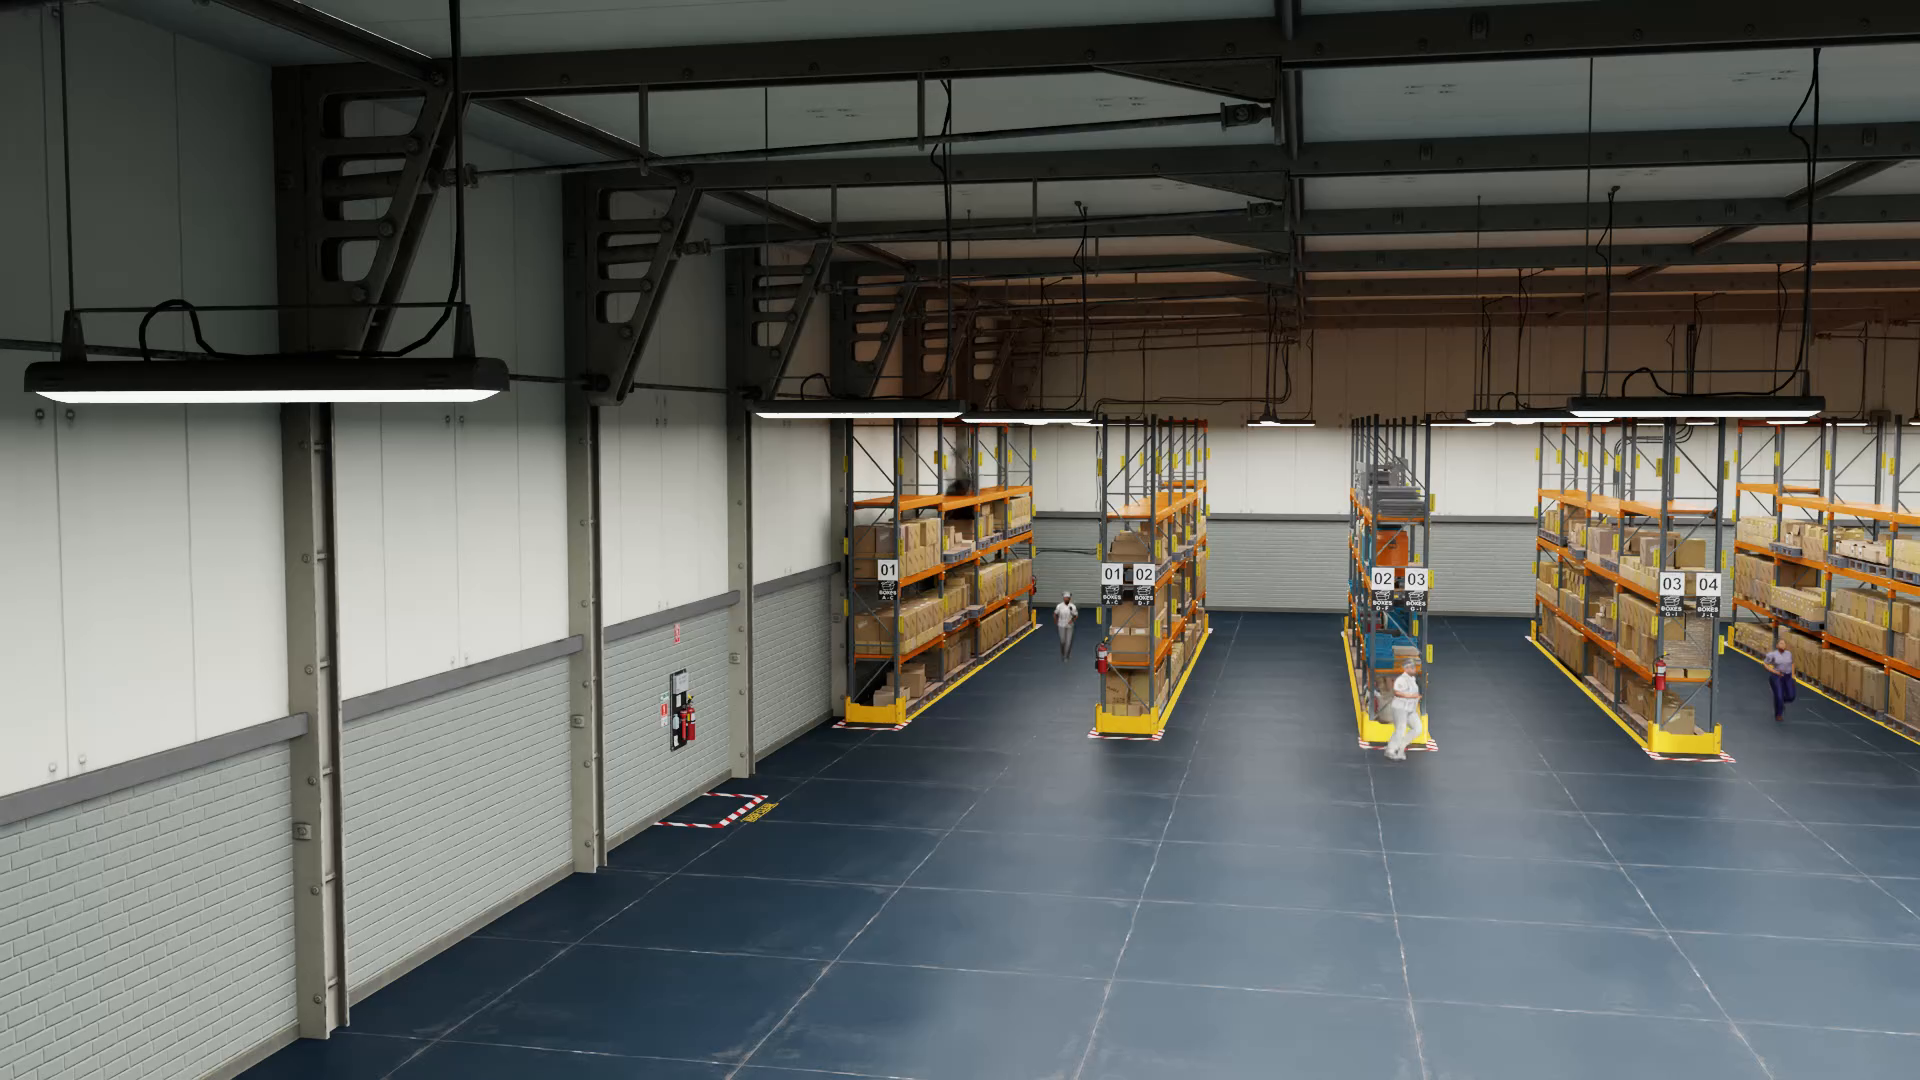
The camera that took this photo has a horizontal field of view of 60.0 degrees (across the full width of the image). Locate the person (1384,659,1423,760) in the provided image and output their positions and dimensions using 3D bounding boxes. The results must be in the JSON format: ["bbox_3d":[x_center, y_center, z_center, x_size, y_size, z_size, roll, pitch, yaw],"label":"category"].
[{"bbox_3d":[7.773,2.942,28.808,0.665,1.780,0.676,-4,5,-43],"label":"person"}]

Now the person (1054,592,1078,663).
[{"bbox_3d":[2.458,2.028,38.593,0.574,1.666,0.556,0,4,3],"label":"person"}]

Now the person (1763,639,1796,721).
[{"bbox_3d":[16.164,2.752,32.736,0.657,1.607,0.516,0,4,-4],"label":"person"}]
